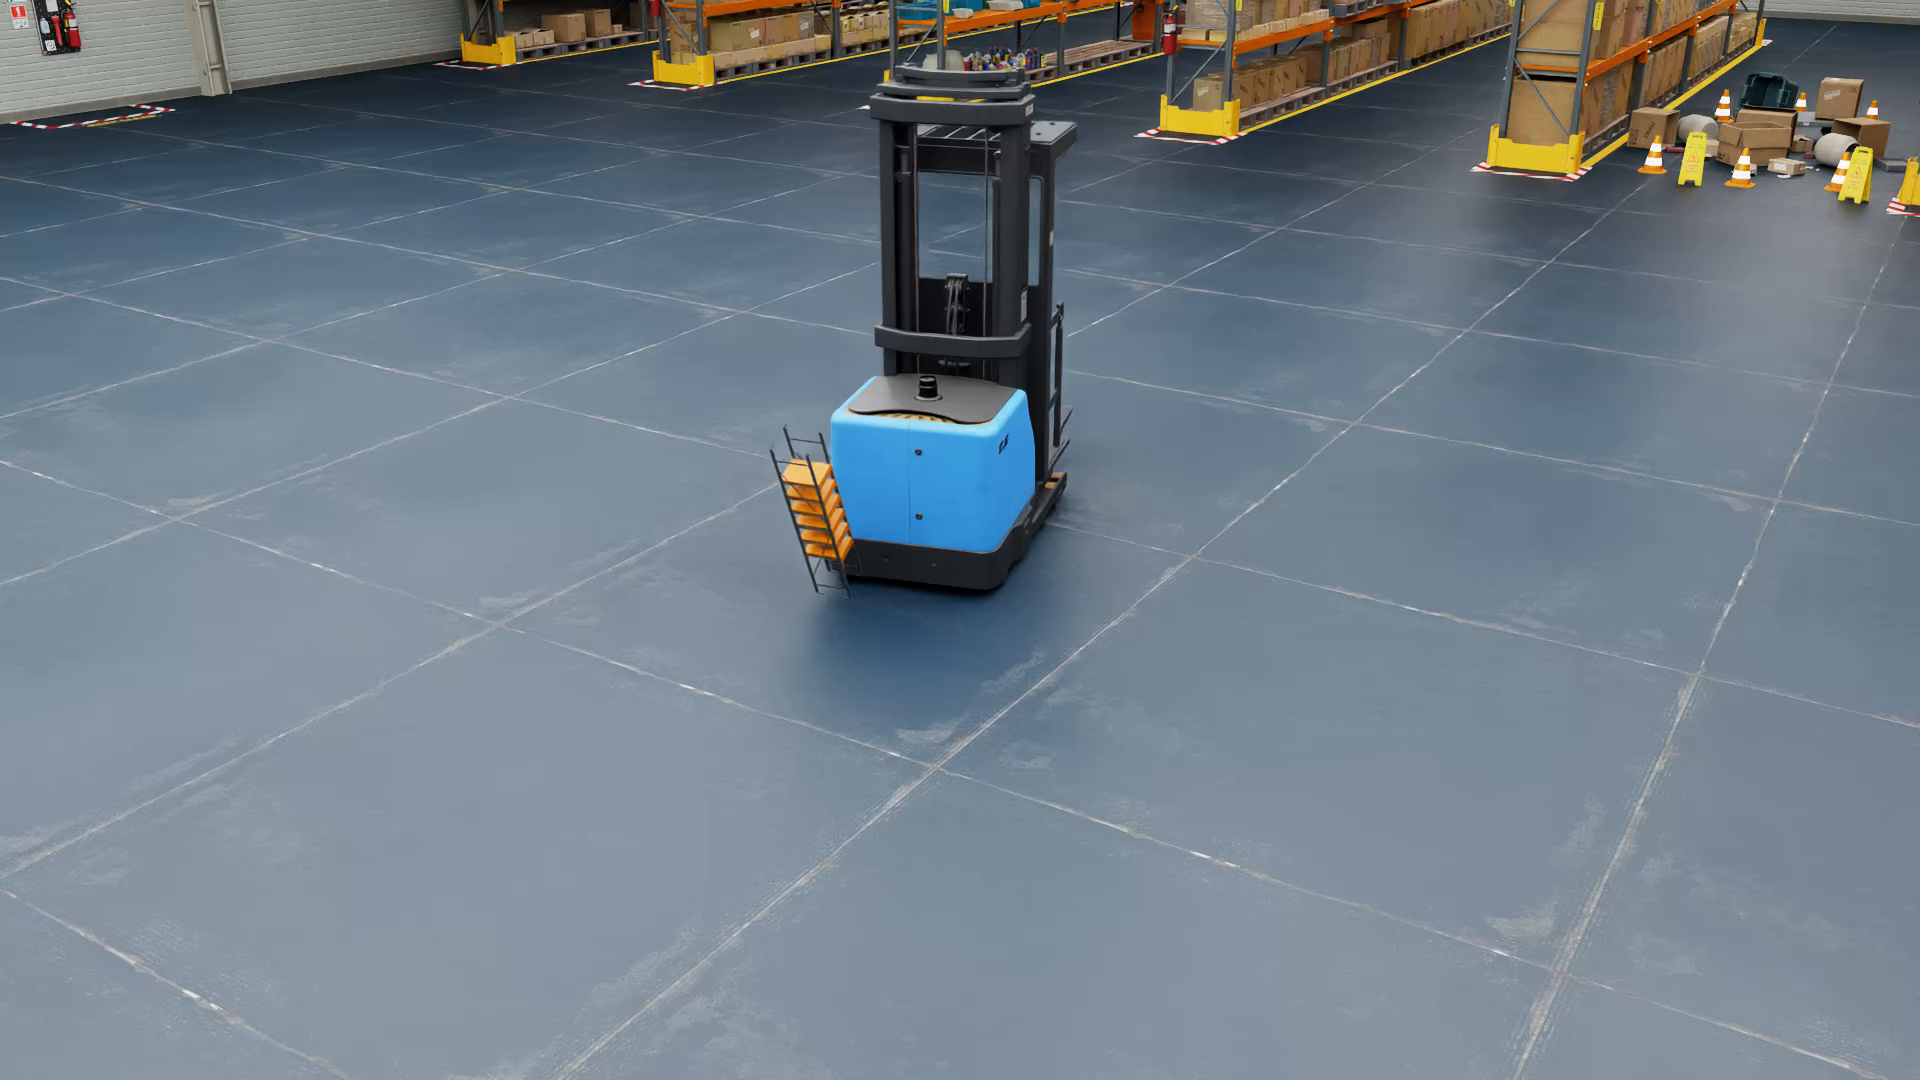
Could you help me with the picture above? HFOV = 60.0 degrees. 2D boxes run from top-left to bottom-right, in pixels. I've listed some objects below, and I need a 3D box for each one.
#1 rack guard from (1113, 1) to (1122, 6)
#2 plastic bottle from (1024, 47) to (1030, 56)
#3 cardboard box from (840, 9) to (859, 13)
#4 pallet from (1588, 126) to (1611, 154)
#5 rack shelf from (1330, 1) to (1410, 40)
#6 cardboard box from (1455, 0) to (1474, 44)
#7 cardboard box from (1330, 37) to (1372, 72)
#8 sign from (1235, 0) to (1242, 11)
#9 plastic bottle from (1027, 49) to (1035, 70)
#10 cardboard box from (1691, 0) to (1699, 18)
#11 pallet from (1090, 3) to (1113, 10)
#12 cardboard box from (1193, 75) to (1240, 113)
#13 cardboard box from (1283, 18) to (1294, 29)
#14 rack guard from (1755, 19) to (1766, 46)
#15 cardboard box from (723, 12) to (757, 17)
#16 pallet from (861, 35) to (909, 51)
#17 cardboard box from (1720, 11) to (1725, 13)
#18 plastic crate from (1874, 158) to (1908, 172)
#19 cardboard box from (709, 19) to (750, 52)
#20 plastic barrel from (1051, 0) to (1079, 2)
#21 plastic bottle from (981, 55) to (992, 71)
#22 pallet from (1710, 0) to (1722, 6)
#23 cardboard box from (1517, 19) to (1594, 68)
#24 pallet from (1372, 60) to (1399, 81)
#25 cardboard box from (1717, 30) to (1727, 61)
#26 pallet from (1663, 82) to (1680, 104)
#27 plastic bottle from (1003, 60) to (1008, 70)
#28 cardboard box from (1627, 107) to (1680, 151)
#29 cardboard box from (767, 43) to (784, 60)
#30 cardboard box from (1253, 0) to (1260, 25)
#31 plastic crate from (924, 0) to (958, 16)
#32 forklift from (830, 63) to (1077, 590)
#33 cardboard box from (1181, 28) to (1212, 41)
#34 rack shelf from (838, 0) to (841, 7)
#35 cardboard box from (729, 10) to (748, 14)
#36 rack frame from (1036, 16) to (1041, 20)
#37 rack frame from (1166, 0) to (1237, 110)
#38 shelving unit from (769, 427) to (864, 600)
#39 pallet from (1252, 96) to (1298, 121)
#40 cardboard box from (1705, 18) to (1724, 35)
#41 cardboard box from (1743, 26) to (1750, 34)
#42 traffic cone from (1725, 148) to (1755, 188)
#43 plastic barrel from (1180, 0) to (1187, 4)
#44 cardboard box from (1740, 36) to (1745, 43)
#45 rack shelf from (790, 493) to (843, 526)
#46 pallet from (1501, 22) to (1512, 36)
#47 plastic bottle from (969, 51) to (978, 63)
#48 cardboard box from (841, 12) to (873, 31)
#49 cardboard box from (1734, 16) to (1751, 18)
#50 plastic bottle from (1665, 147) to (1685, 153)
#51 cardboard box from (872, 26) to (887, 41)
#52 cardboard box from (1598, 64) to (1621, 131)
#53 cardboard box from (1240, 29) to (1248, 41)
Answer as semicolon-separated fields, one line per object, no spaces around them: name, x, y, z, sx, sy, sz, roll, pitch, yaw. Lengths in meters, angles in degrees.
rack guard;3.509;-13.754;41.892;1.175;0.500;0.348;14;27;29
plastic bottle;1.208;-8.576;29.565;0.144;0.351;0.185;14;27;29
cardboard box;-2.277;-10.606;33.701;0.500;0.311;0.500;14;27;29
pallet;8.683;-5.792;23.865;1.003;0.211;1.213;14;27;29
rack shelf;6.688;-9.144;29.003;1.077;0.370;4.000;14;27;29
cardboard box;9.532;-10.497;33.368;1.225;0.875;0.875;14;27;29
cardboard box;6.832;-8.591;29.412;0.700;0.500;0.500;16;28;33
sign;3.984;-7.733;23.747;0.100;0.325;0.005;14;27;29
plastic bottle;1.229;-8.481;29.346;0.144;0.351;0.185;12;26;26
cardboard box;11.894;-8.913;27.438;0.500;0.500;0.500;14;27;29
pallet;3.089;-13.352;41.327;1.003;0.211;1.213;14;27;29
cardboard box;3.867;-6.702;25.074;0.500;0.500;0.500;20;30;38
cardboard box;4.966;-8.047;25.878;0.380;0.149;0.250;14;27;29
rack guard;16.083;-10.603;34.614;1.175;0.500;0.348;14;27;29
cardboard box;-4.081;-9.554;31.032;0.500;0.500;0.500;14;27;29
pallet;-1.783;-10.267;34.201;1.003;0.211;1.213;14;27;29
cardboard box;15.558;-10.828;34.297;0.380;0.149;0.250;13;26;27
plastic crate;12.527;-5.025;22.256;0.402;0.080;0.583;5;24;11
cardboard box;-4.157;-9.105;29.995;0.500;0.500;0.500;14;27;29
plastic barrel;1.886;-10.134;29.753;0.600;0.901;0.708;14;27;29
plastic bottle;0.462;-8.374;29.193;0.152;0.276;0.135;14;27;29
pallet;12.913;-9.665;29.541;1.003;0.211;1.213;14;27;29
cardboard box;7.841;-6.579;21.984;0.875;0.550;0.550;14;27;29
pallet;7.329;-8.606;30.364;1.003;0.211;1.213;14;27;29
cardboard box;13.837;-9.169;30.772;0.500;0.500;0.500;13;27;28
pallet;11.424;-7.546;27.915;1.003;0.211;1.213;14;27;29
plastic bottle;0.770;-8.133;28.642;0.097;0.271;0.097;0;23;0
cardboard box;9.846;-5.841;23.610;0.500;0.500;0.500;20;30;38
cardboard box;-3.627;-9.098;30.922;0.500;0.250;0.500;14;27;29
cardboard box;3.998;-8.005;24.966;0.875;0.500;0.500;14;27;29
plastic crate;-0.328;-8.869;27.648;0.499;0.251;0.408;14;27;29
forklift;0.111;-1.609;10.777;1.130;2.935;3.031;6;24;14
cardboard box;3.498;-7.473;24.554;0.380;0.149;0.250;14;27;29
rack shelf;-1.726;-11.221;33.801;1.077;0.370;4.000;14;27;29
cardboard box;-5.217;-12.064;37.435;0.700;0.500;0.500;14;27;30
rack frame;1.439;-13.577;38.336;1.000;3.000;0.127;14;27;29
rack frame;3.523;-7.449;24.182;1.000;3.000;0.127;14;27;29
shelving unit;-0.814;-0.136;9.591;0.258;1.200;0.189;9;50;20
pallet;4.666;-6.872;26.359;1.003;0.211;1.213;14;27;29
cardboard box;13.553;-9.341;30.225;0.500;0.250;0.500;15;28;31
cardboard box;15.553;-10.206;33.235;0.380;0.149;0.250;14;27;30
traffic cone;9.951;-4.742;21.121;0.336;0.463;0.334;14;27;29
plastic barrel;4.970;-11.348;35.301;0.600;0.901;0.708;14;27;29
cardboard box;15.399;-9.987;33.103;0.380;0.149;0.250;14;27;30
rack shelf;-0.826;-0.188;9.537;0.258;0.103;0.180;9;50;20
pallet;11.608;-11.283;36.549;1.003;0.211;1.213;14;27;29
plastic bottle;0.225;-8.368;29.085;0.144;0.351;0.185;15;28;31
cardboard box;-2.083;-10.320;33.040;0.500;0.311;0.500;14;27;28
cardboard box;15.659;-10.441;33.403;0.380;0.149;0.250;13;26;27
plastic bottle;10.053;-5.471;23.312;0.283;0.061;0.133;5;24;11
cardboard box;-1.816;-10.239;33.559;0.500;0.250;0.500;13;27;27
cardboard box;8.930;-6.441;23.998;0.875;0.875;0.875;14;27;29
cardboard box;4.024;-7.461;24.524;0.380;0.149;0.250;14;27;29
